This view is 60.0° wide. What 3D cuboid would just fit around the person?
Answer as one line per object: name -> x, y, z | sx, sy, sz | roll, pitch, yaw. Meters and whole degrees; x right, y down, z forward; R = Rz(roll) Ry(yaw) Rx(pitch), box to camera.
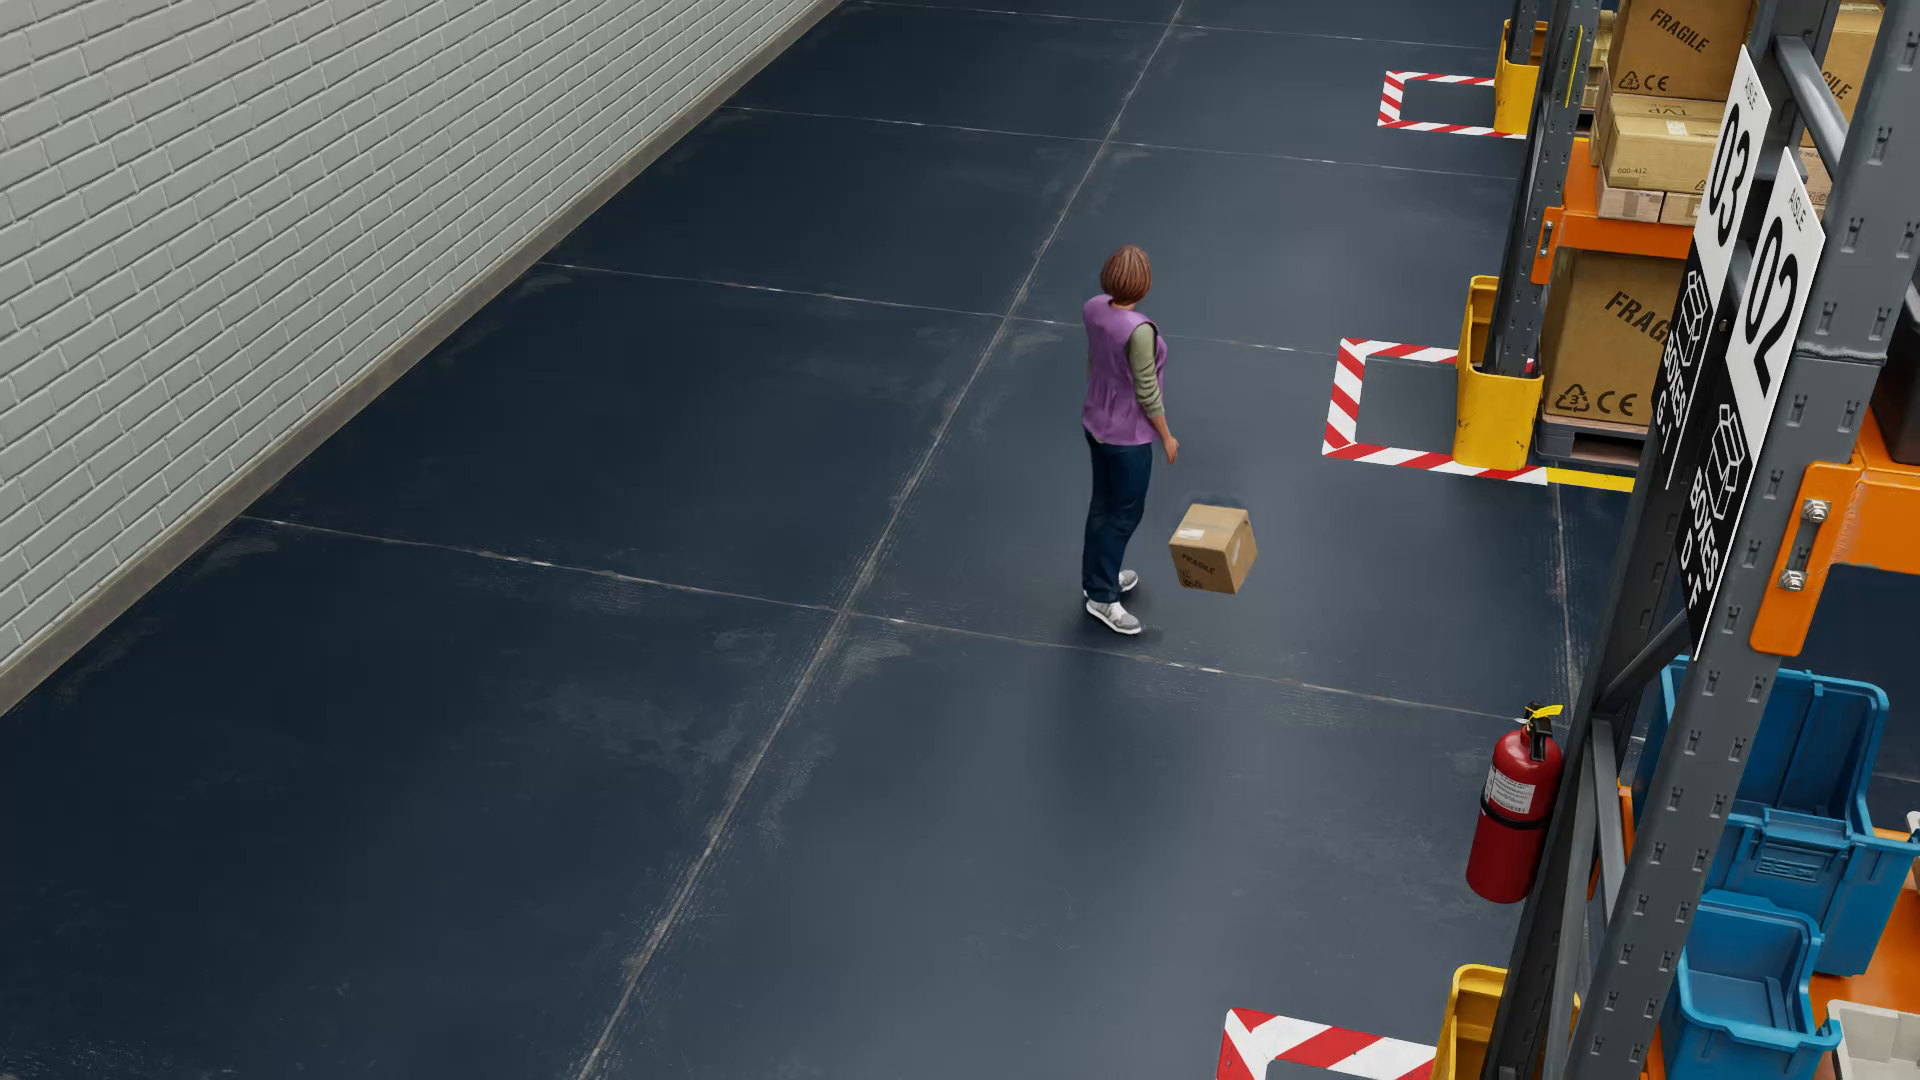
person -> 0.676, -0.414, 6.754 | 0.363, 1.600, 0.549 | -15, 36, -21
